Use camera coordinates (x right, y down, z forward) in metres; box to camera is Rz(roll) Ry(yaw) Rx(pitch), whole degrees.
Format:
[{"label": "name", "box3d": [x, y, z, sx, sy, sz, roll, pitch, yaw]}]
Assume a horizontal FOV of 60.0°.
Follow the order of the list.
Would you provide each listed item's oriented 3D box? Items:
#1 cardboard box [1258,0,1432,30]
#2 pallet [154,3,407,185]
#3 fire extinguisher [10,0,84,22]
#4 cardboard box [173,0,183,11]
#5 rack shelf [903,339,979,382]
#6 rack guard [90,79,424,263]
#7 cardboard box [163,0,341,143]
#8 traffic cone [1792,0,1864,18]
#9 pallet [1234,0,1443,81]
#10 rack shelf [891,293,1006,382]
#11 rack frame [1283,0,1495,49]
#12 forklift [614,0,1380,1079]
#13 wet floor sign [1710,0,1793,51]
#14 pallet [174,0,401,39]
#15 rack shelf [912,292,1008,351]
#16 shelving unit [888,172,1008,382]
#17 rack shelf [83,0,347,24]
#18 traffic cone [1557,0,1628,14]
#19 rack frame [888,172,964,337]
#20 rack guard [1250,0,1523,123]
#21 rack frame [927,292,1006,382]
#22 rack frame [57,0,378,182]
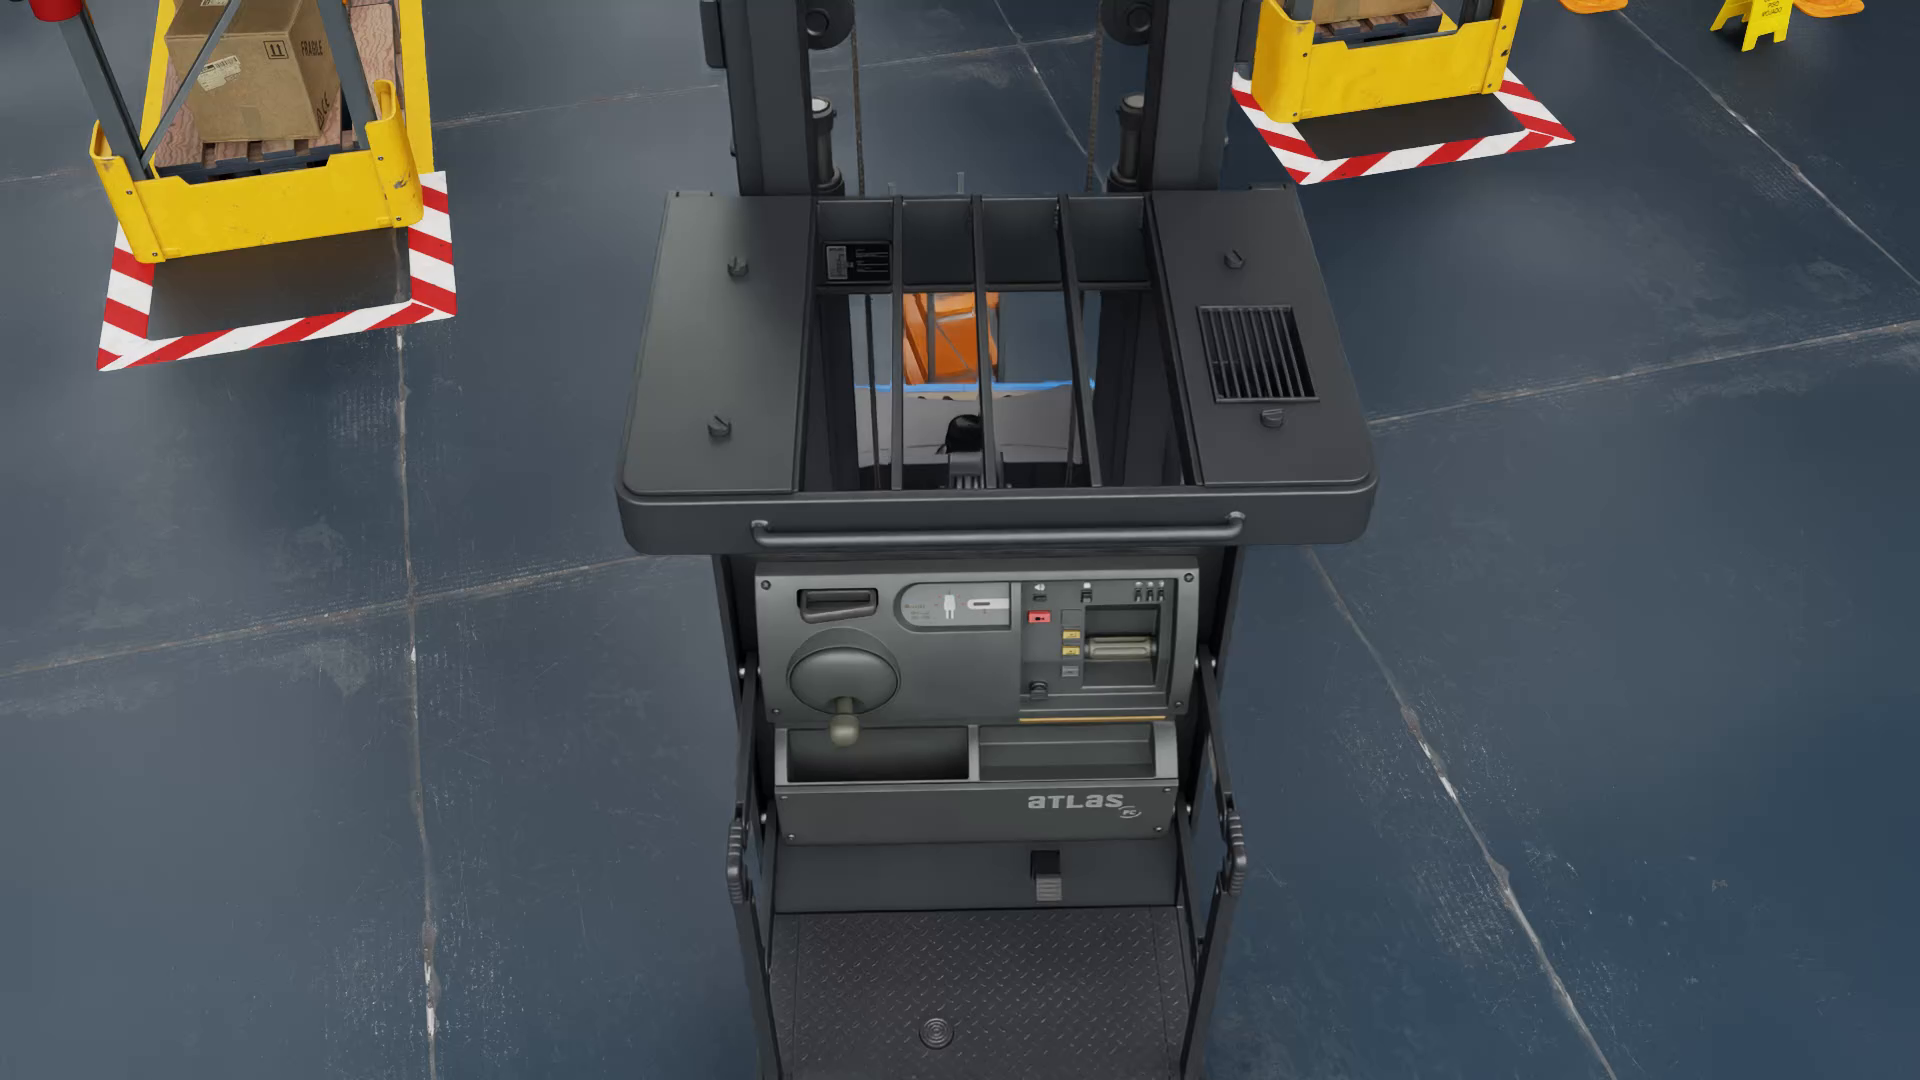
[{"label": "cardboard box", "box3d": [1.715, -3.051, 7.834, 0.875, 0.875, 0.875, -10, 47, -10]}, {"label": "pallet", "box3d": [-3.062, -1.999, 7.561, 1.003, 0.211, 1.213, -11, 47, -10]}, {"label": "fire extinguisher", "box3d": [-3.284, -2.165, 5.825, 0.296, 0.674, 0.183, -11, 47, -10]}, {"label": "cardboard box", "box3d": [-3.198, -2.468, 7.524, 0.500, 0.500, 0.500, 0, 46, 0]}, {"label": "rack shelf", "box3d": [-0.042, -0.487, 5.482, 0.258, 0.148, 0.480, -11, 47, -10]}, {"label": "rack guard", "box3d": [-2.888, -1.532, 6.902, 1.175, 0.500, 0.348, -11, 47, -10]}, {"label": "cardboard box", "box3d": [-3.012, -2.061, 7.126, 0.500, 0.500, 0.500, -3, 46, -3]}, {"label": "traffic cone", "box3d": [4.368, -2.902, 8.270, 0.336, 0.463, 0.334, -11, 47, -10]}, {"label": "pallet", "box3d": [1.672, -2.754, 8.301, 1.003, 0.211, 1.213, -11, 47, -10]}, {"label": "rack shelf", "box3d": [-0.042, -0.644, 5.322, 0.258, 0.148, 0.480, -11, 47, -10]}, {"label": "rack frame", "box3d": [1.952, -3.192, 6.778, 1.000, 3.000, 0.127, -11, 47, -10]}, {"label": "forklift", "box3d": [0.045, 0.329, 3.376, 1.130, 2.935, 3.031, -1, 46, -1]}, {"label": "wet floor sign", "box3d": [3.874, -2.710, 7.954, 0.267, 0.644, 0.232, -18, 48, -17]}, {"label": "pallet", "box3d": [-3.370, -2.839, 8.385, 1.003, 0.211, 1.213, -11, 47, -10]}, {"label": "rack shelf", "box3d": [-0.042, -0.809, 5.153, 0.258, 0.148, 0.480, -11, 47, -10]}, {"label": "shelving unit", "box3d": [-0.042, -0.534, 5.433, 0.258, 1.200, 0.503, -11, 47, -10]}, {"label": "rack shelf", "box3d": [-3.380, -3.484, 7.568, 1.077, 0.370, 4.000, -11, 47, -10]}, {"label": "traffic cone", "box3d": [3.189, -2.930, 8.298, 0.336, 0.463, 0.334, -11, 47, -10]}, {"label": "rack frame", "box3d": [-0.105, -0.703, 5.599, 0.240, 1.200, 0.015, -11, 47, -10]}, {"label": "rack guard", "box3d": [1.958, -2.300, 7.654, 1.175, 0.500, 0.348, -11, 47, -10]}, {"label": "rack frame", "box3d": [0.020, -0.366, 5.268, 0.240, 1.200, 0.015, -11, 47, -10]}, {"label": "rack frame", "box3d": [-2.868, -2.355, 5.958, 1.000, 3.000, 0.127, -11, 47, -10]}]
